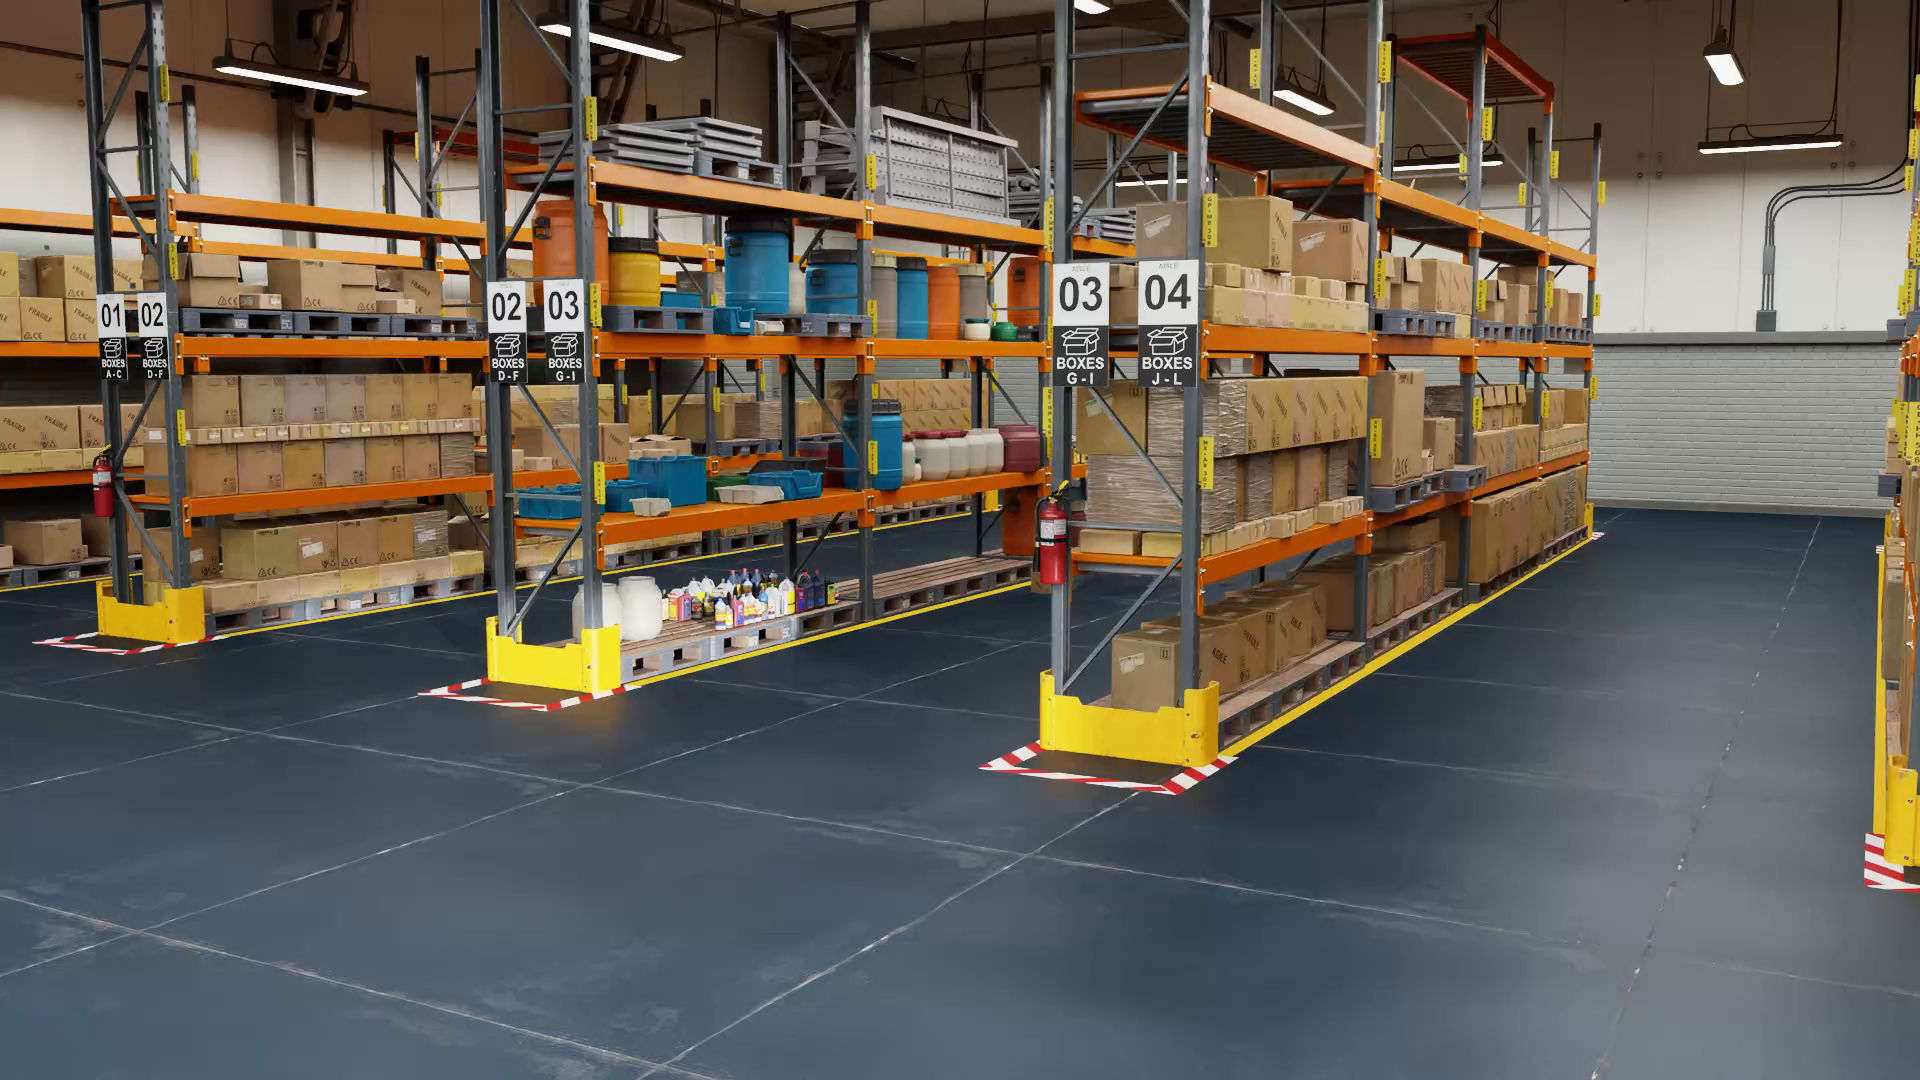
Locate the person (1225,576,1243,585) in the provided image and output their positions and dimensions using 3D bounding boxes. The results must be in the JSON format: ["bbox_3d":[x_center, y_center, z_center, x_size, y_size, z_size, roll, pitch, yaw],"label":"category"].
[{"bbox_3d":[2.902,-0.318,19.291,0.742,1.721,0.486,-3,7,-28],"label":"person"}]
